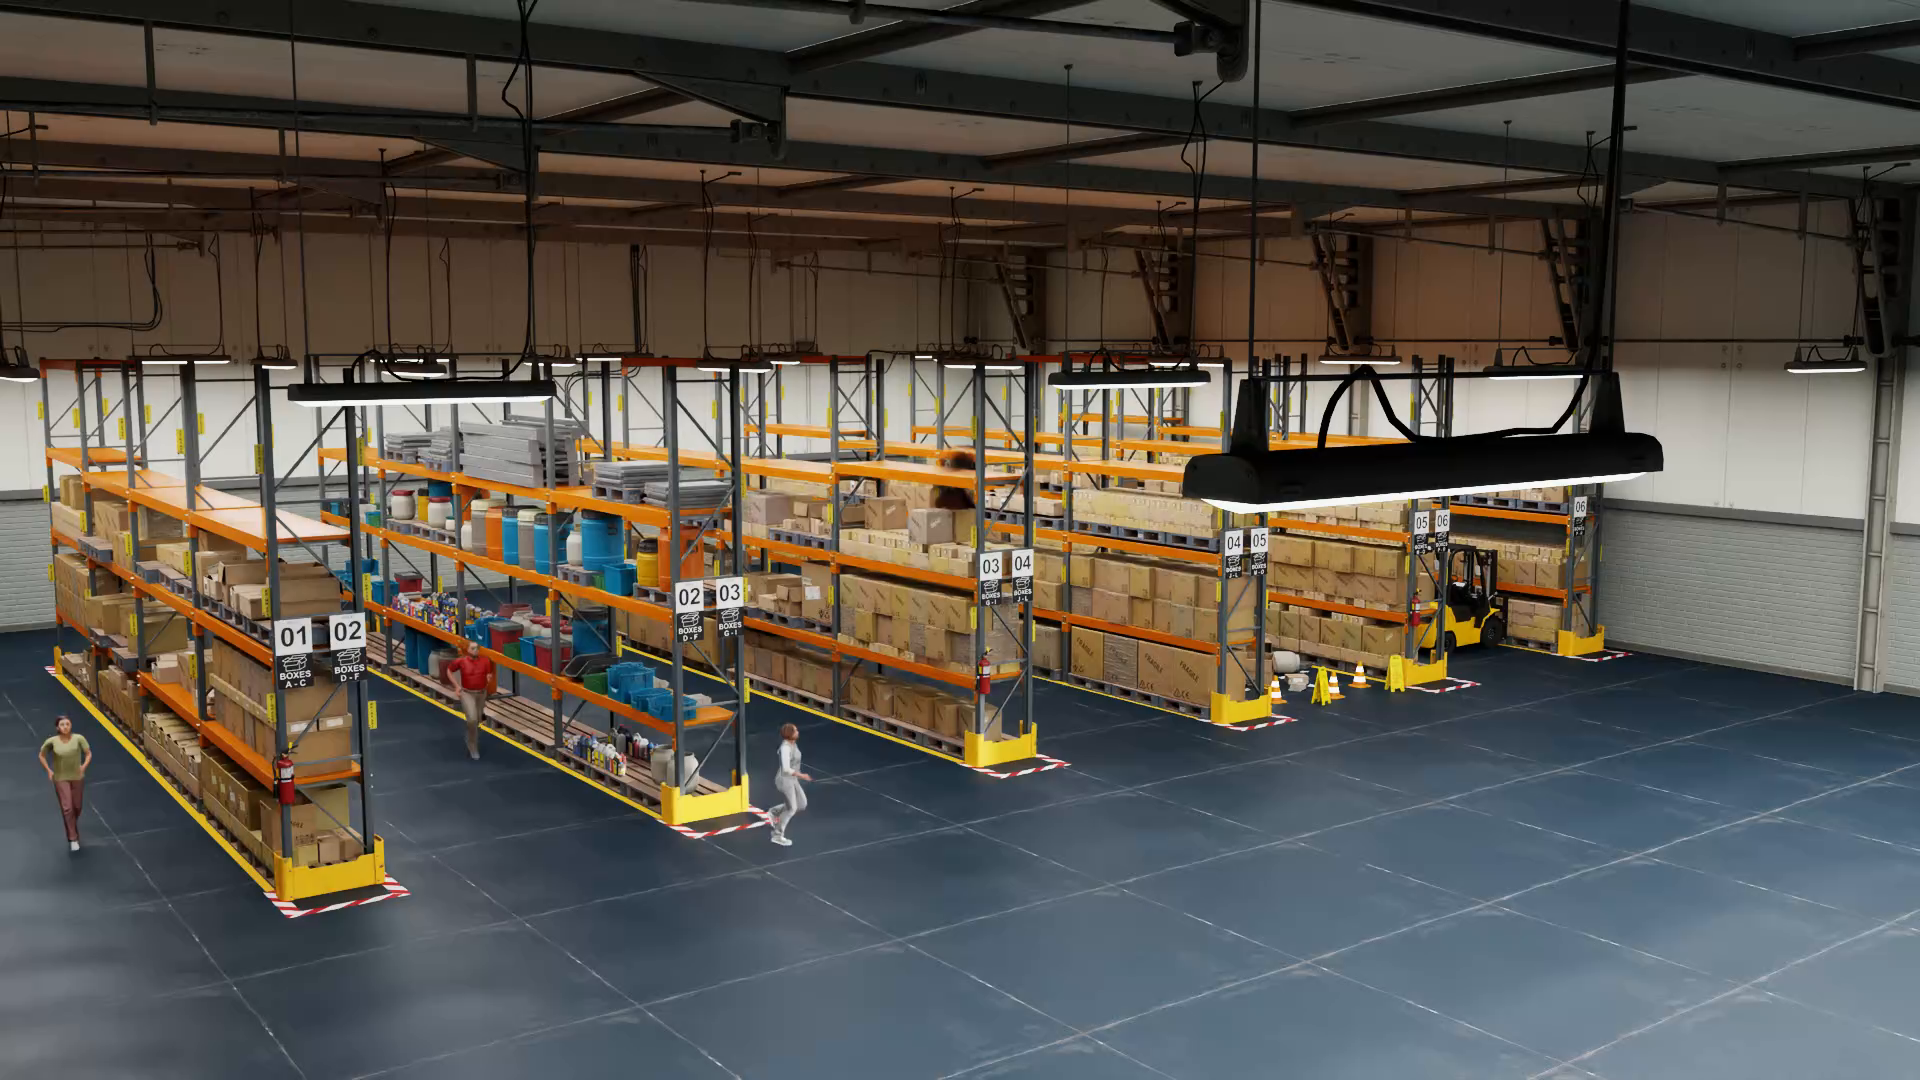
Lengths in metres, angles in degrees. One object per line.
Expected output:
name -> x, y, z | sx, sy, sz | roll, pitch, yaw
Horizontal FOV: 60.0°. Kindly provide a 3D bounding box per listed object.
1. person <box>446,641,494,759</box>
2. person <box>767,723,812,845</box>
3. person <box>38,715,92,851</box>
person -> -7.447, 2.436, 25.475 | 0.642, 1.802, 0.800 | -6, 9, -42
person -> -2.149, 3.066, 20.963 | 0.602, 1.556, 0.575 | 0, 7, 4
person -> -11.229, 3.018, 20.920 | 0.586, 1.659, 0.828 | -5, 9, -36
